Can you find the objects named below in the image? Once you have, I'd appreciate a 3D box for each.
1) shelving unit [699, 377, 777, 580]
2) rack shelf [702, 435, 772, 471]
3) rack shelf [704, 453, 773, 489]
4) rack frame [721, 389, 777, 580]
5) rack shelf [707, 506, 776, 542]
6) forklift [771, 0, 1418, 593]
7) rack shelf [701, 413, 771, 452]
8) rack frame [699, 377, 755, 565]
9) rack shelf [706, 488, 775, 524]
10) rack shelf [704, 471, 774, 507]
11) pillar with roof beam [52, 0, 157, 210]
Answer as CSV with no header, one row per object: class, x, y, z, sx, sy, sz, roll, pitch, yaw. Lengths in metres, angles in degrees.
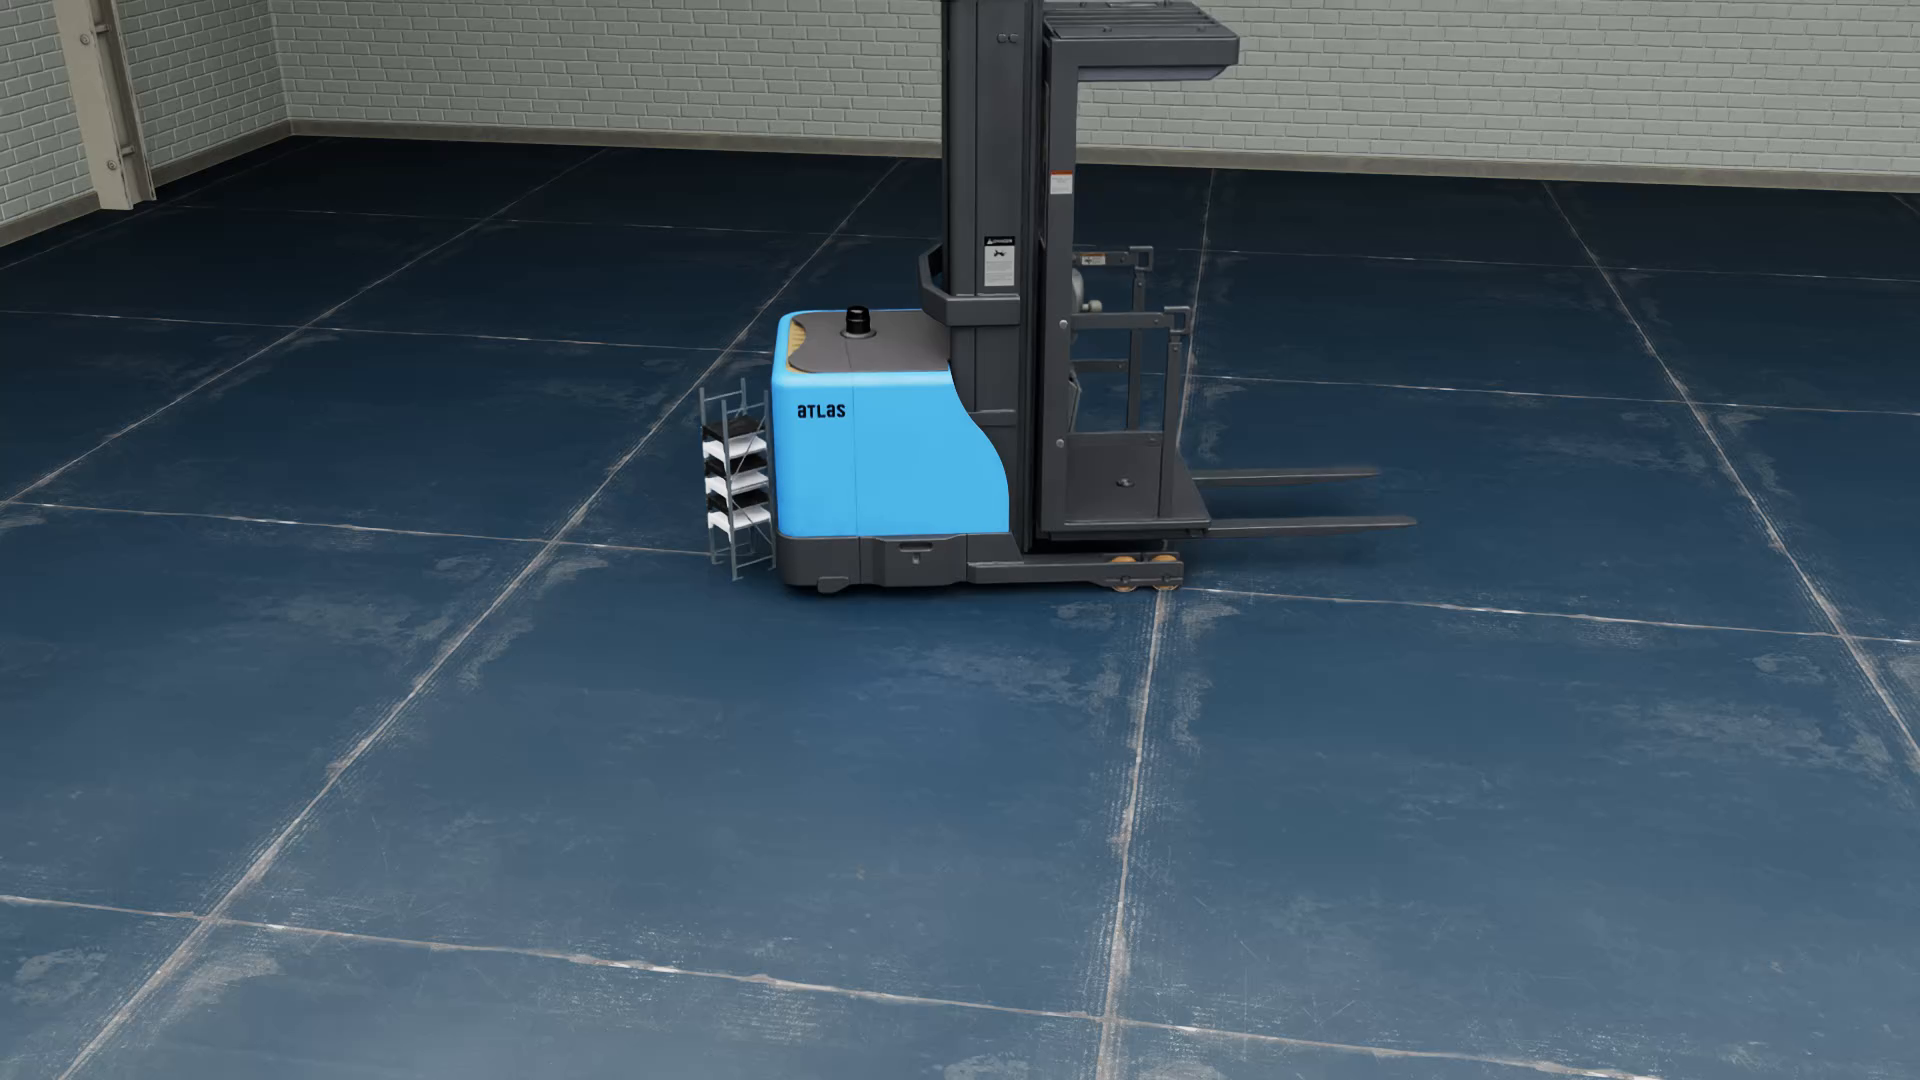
shelving unit,-1.036,-0.284,7.794,0.258,0.900,0.210,-18,30,-33
rack shelf,-1.036,-0.417,7.732,0.258,0.077,0.200,-18,30,-33
rack shelf,-1.036,-0.335,7.770,0.258,0.077,0.200,-18,30,-33
rack frame,-0.975,-0.249,7.721,0.240,0.900,0.006,-18,30,-33
rack shelf,-1.036,-0.090,7.885,0.258,0.077,0.200,-18,30,-33
forklift,0.645,-1.308,7.588,3.031,2.935,1.130,-1,25,-3
rack shelf,-1.036,-0.498,7.694,0.258,0.077,0.200,-18,30,-33
rack frame,-1.098,-0.318,7.868,0.240,0.900,0.006,-18,30,-33
rack shelf,-1.036,-0.172,7.847,0.258,0.077,0.200,-18,30,-33
rack shelf,-1.036,-0.253,7.808,0.258,0.077,0.200,-18,30,-33
pillar with roof beam,-3.024,-6.714,11.980,9.100,9.000,0.400,4,25,9
